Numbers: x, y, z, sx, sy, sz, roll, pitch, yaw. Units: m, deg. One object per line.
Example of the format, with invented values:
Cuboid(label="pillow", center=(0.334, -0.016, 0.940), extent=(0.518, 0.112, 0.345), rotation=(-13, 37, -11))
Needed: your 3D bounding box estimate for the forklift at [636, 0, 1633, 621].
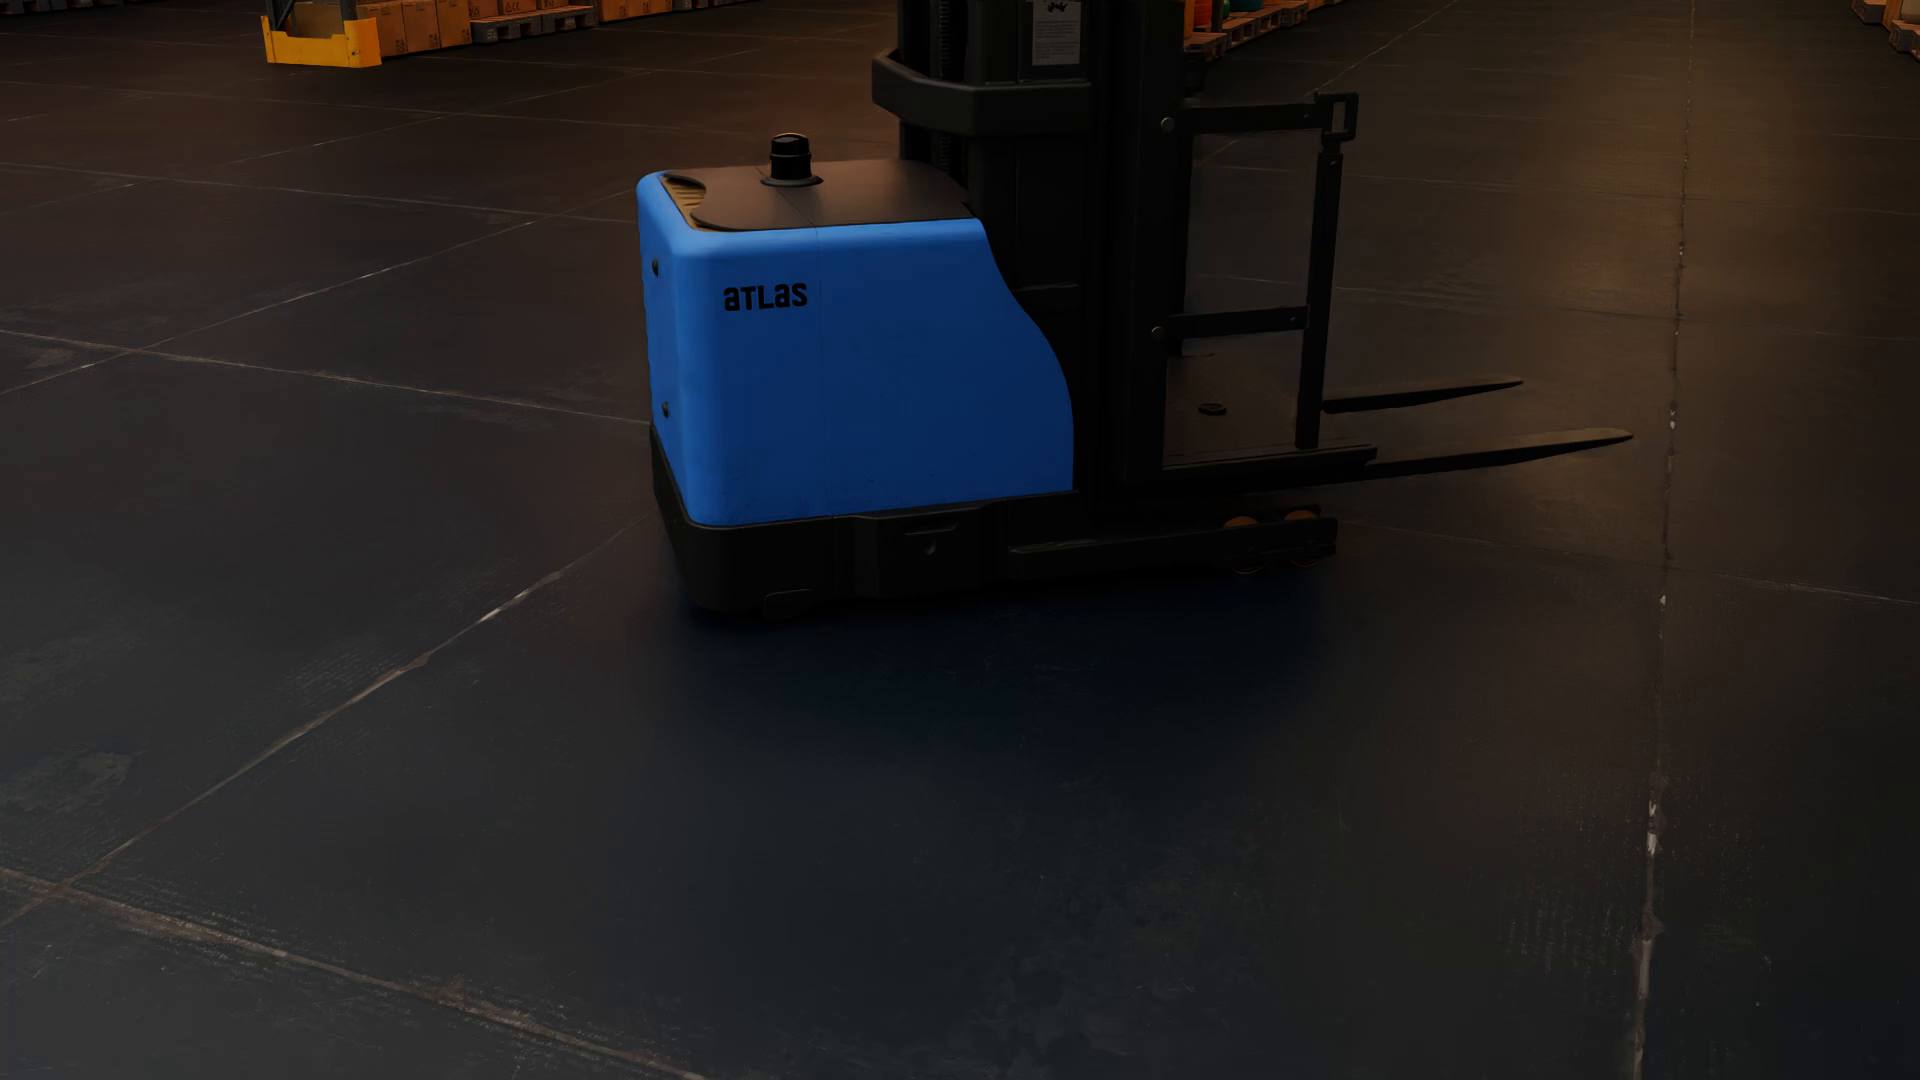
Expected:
Cuboid(label="forklift", center=(0.606, -1.440, 4.738), extent=(3.031, 2.935, 1.130), rotation=(-6, 24, -15))
